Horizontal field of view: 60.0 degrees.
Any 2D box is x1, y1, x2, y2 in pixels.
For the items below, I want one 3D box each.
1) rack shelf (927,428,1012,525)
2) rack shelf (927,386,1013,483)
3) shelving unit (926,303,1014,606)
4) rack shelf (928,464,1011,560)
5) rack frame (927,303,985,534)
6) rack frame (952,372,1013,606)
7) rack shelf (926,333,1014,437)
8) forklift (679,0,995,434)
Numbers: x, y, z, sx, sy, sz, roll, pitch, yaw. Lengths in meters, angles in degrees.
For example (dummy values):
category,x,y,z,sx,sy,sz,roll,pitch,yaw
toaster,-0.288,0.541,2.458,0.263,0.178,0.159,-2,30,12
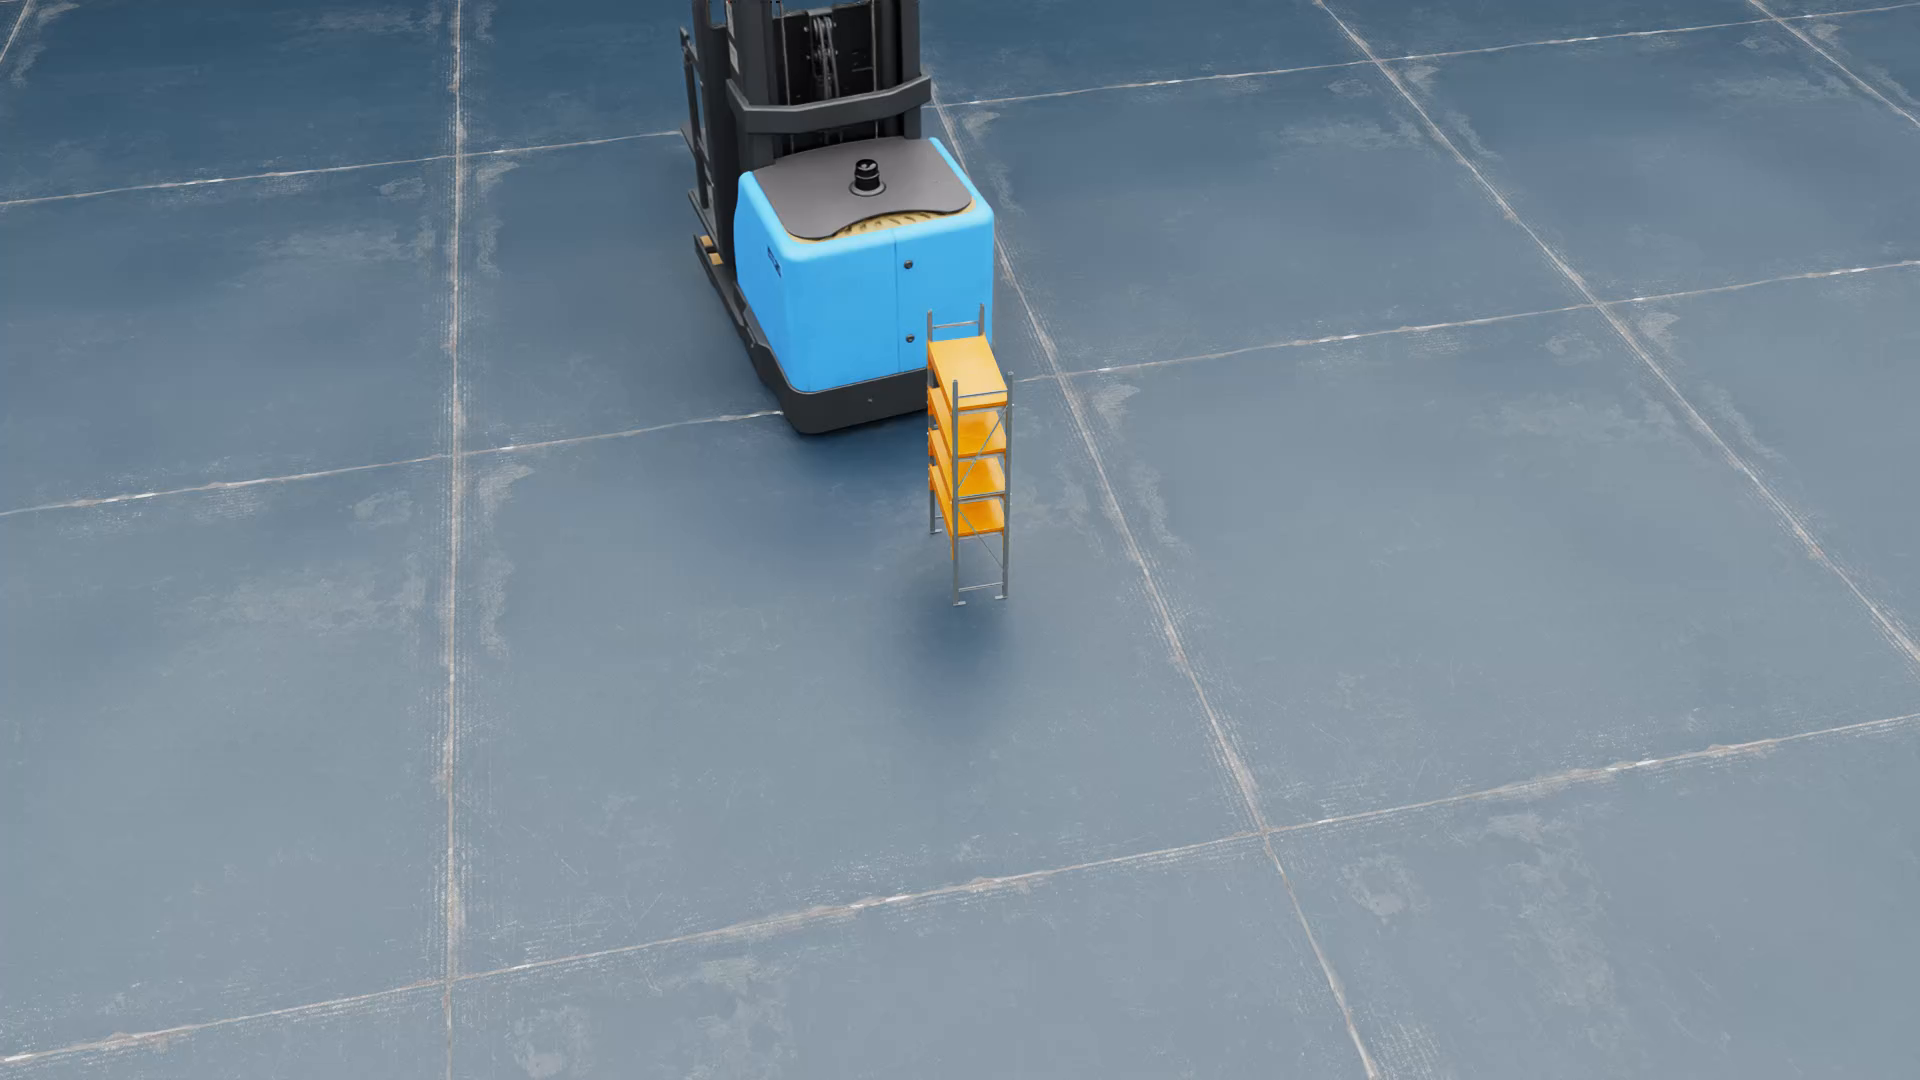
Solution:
category,x,y,z,sx,sy,sz,roll,pitch,yaw
rack shelf,0.036,-0.291,7.057,0.258,0.148,0.480,-8,42,-9
rack shelf,0.036,-0.458,6.909,0.258,0.148,0.480,-8,42,-9
shelving unit,0.036,-0.341,7.013,0.258,1.200,0.503,-8,42,-9
rack shelf,0.036,-0.143,7.189,0.258,0.148,0.480,-8,42,-9
rack frame,-0.017,-0.500,7.191,0.240,1.200,0.015,-8,42,-9
rack frame,0.088,-0.183,6.834,0.240,1.200,0.015,-8,42,-9
rack shelf,0.036,-0.635,6.752,0.258,0.148,0.480,-8,42,-9
forklift,-0.829,-2.595,8.248,1.130,2.935,3.031,-14,44,-16
